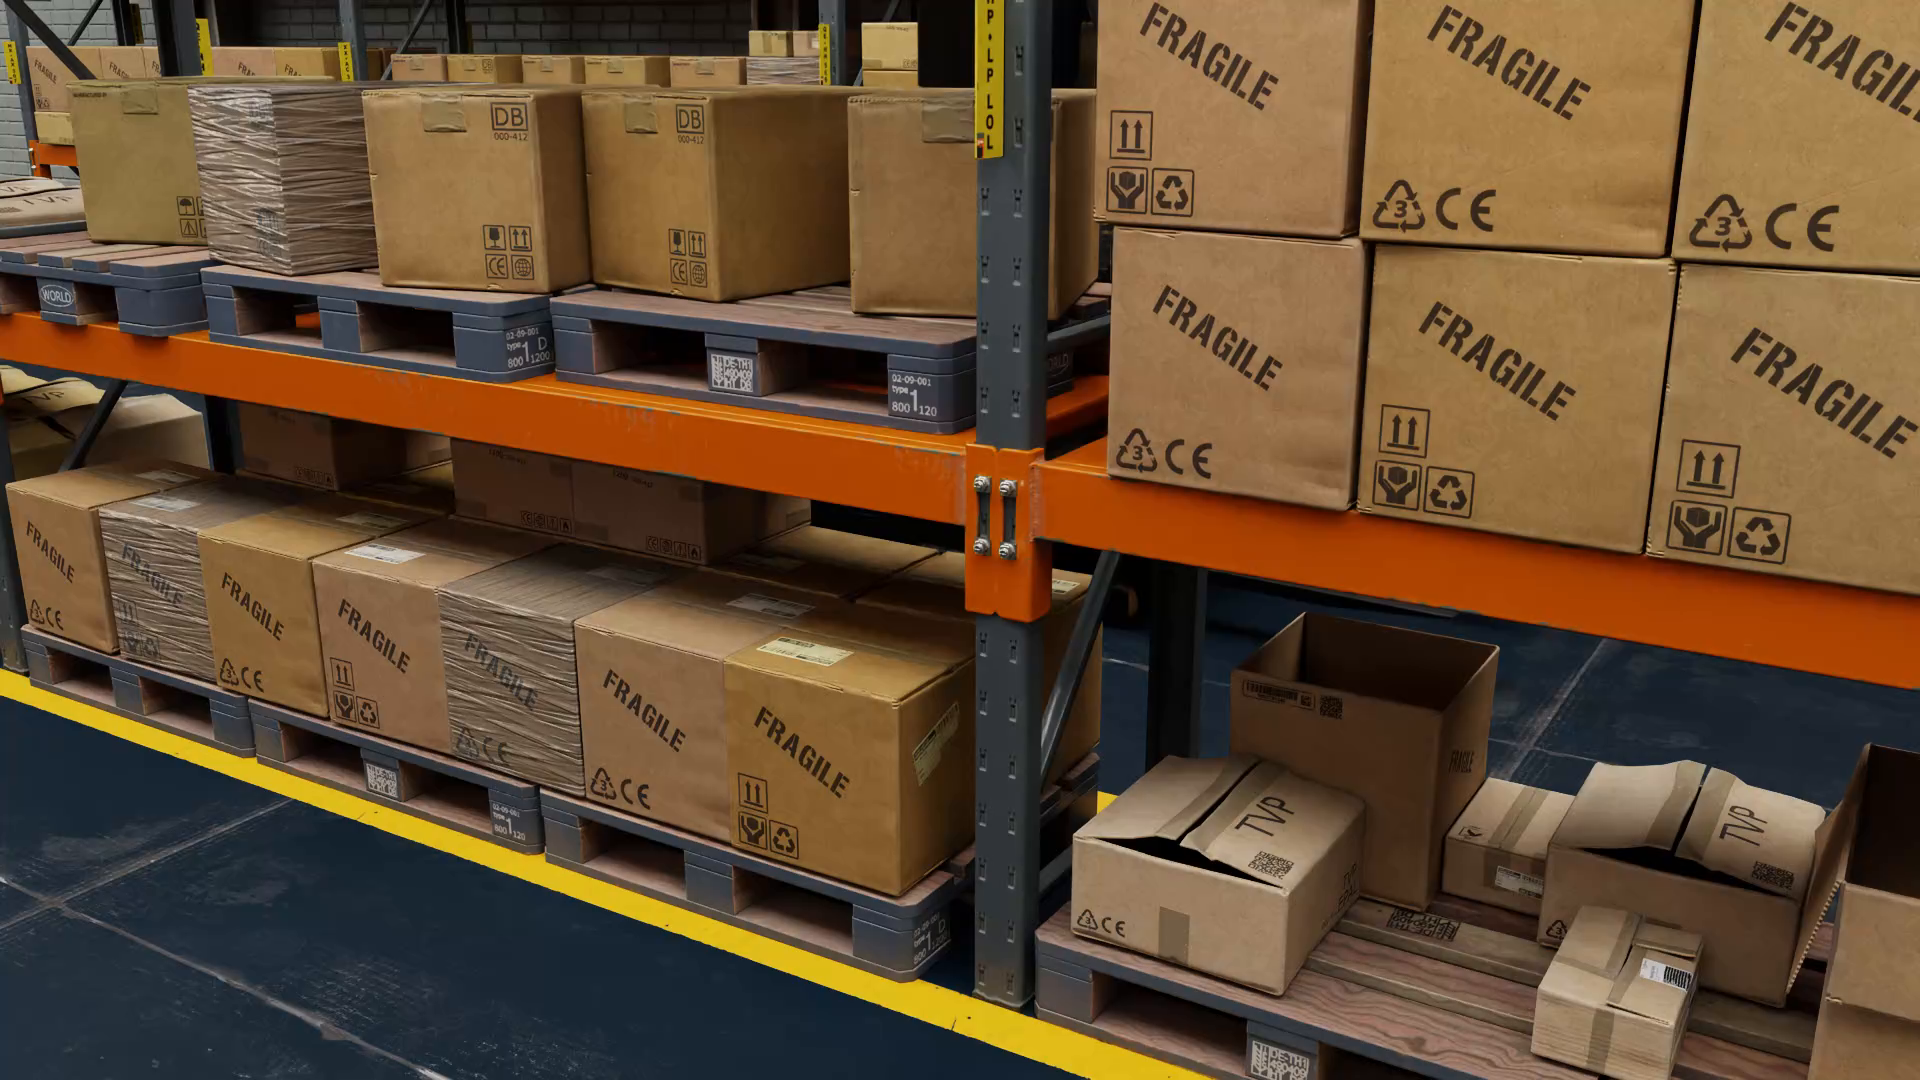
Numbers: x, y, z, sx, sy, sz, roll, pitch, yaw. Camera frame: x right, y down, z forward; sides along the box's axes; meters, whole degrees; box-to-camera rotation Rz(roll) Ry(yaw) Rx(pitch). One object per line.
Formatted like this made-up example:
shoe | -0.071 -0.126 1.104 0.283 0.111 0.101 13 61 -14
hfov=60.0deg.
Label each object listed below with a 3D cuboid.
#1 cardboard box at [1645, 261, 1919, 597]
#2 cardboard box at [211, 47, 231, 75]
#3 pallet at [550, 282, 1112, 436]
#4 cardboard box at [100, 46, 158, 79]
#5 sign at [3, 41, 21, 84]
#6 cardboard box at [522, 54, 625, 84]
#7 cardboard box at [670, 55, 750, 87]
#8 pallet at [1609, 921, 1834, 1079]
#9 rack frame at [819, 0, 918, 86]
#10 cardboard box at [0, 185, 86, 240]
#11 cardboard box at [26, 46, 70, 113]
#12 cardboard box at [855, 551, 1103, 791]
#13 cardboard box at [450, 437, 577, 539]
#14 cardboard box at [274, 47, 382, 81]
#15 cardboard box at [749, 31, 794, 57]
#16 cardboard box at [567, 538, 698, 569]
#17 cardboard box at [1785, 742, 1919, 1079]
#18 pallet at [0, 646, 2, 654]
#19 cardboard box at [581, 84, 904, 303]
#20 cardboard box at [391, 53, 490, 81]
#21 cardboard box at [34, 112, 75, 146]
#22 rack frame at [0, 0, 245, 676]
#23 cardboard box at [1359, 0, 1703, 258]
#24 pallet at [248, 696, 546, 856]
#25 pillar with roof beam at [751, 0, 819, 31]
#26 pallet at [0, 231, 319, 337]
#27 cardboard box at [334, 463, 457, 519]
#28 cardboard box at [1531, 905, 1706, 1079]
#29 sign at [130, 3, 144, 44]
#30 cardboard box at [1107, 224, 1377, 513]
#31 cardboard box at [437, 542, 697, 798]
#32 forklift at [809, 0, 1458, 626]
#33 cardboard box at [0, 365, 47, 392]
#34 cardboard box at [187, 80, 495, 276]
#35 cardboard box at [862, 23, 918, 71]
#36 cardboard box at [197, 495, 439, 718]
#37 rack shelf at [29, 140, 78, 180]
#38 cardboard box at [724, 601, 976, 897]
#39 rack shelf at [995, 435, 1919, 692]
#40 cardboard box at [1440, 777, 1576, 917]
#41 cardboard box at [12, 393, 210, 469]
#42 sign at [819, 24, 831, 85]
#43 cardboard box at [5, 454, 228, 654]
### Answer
cardboard box | 1.499 -0.233 2.816 0.500 0.500 0.500 10 20 30
cardboard box | -5.300 -3.374 12.262 0.500 0.500 0.500 9 19 28
pallet | -0.280 -0.541 4.331 1.213 0.211 1.003 10 20 30
cardboard box | -6.190 -3.529 12.770 0.500 0.500 0.500 9 19 28
sign | -7.576 -3.817 13.296 0.005 0.325 0.100 10 20 30
cardboard box | -2.418 -2.922 10.910 0.500 0.500 0.700 13 21 38
cardboard box | -1.371 -2.726 10.264 0.500 0.500 0.700 8 19 25
pallet | 1.972 1.140 3.265 1.213 0.211 1.003 10 20 30
rack frame | -0.475 -2.320 9.858 0.127 3.000 1.000 10 20 30
cardboard box | -3.352 -1.116 6.048 0.500 0.311 0.500 12 20 33
cardboard box | -7.043 -3.686 13.290 0.500 0.500 0.500 10 20 30
cardboard box | 0.059 0.367 4.554 0.500 0.500 0.500 9 19 28
cardboard box | -1.220 -0.220 5.197 0.500 0.250 0.500 10 19 29
cardboard box | -4.448 -3.220 11.755 0.500 0.500 0.500 10 20 30
cardboard box | -1.067 -2.979 9.983 0.250 0.149 0.380 7 18 21
cardboard box | -0.823 0.211 5.069 0.500 0.500 0.500 10 20 31
cardboard box | 1.948 0.784 3.176 0.637 0.503 0.797 10 20 30
pallet | -3.746 0.107 6.666 1.213 0.211 1.003 10 20 30
cardboard box | -0.562 -0.949 4.451 0.500 0.500 0.700 14 22 39
cardboard box | -3.468 -3.101 11.500 0.500 0.500 0.700 10 20 30
cardboard box | -7.043 -3.322 13.380 0.500 0.250 0.500 9 19 28
rack frame | -3.064 -1.093 5.817 0.127 3.000 1.000 10 20 30
cardboard box | 1.038 -0.791 2.931 0.500 0.500 0.500 9 19 28
pallet | -1.413 0.550 5.206 1.213 0.211 1.003 10 20 30
pillar with roof beam | -3.383 -4.536 6.832 0.400 9.000 9.100 10 20 30
pallet | -2.450 -0.915 5.563 1.003 0.211 1.213 10 20 30
cardboard box | -1.704 0.056 5.580 0.500 0.500 0.500 9 19 28
cardboard box | 1.331 0.908 3.350 0.250 0.166 0.380 10 20 30
sign | -6.985 -4.377 14.092 0.005 0.325 0.100 10 20 30
cardboard box | 0.636 -0.387 3.322 0.500 0.500 0.500 11 20 31
cardboard box | -1.070 0.344 4.633 0.500 0.500 0.500 10 20 31
forklift | 0.649 -1.253 6.462 3.031 2.935 1.130 11 20 33
cardboard box | -4.242 -0.555 7.089 0.500 0.311 0.500 10 19 29
cardboard box | -1.789 -1.087 4.904 0.500 0.500 0.700 15 22 40
cardboard box | -0.199 -2.741 9.236 0.500 0.250 0.500 11 20 31
cardboard box | -1.952 0.189 5.143 0.500 0.500 0.500 10 19 29
rack shelf | -5.588 -2.888 12.967 4.000 0.370 1.077 10 20 30
cardboard box | -0.226 0.497 4.127 0.500 0.500 0.500 10 20 30
rack shelf | 2.048 0.164 2.917 4.000 0.370 1.077 10 20 30
cardboard box | 1.329 0.728 3.972 0.250 0.149 0.380 10 20 30
cardboard box | -3.357 -0.399 6.576 0.500 0.311 0.500 11 20 32
sign | -0.751 -2.700 9.254 0.005 0.325 0.100 10 20 30
cardboard box | -2.826 0.033 5.656 0.500 0.500 0.500 11 20 32
